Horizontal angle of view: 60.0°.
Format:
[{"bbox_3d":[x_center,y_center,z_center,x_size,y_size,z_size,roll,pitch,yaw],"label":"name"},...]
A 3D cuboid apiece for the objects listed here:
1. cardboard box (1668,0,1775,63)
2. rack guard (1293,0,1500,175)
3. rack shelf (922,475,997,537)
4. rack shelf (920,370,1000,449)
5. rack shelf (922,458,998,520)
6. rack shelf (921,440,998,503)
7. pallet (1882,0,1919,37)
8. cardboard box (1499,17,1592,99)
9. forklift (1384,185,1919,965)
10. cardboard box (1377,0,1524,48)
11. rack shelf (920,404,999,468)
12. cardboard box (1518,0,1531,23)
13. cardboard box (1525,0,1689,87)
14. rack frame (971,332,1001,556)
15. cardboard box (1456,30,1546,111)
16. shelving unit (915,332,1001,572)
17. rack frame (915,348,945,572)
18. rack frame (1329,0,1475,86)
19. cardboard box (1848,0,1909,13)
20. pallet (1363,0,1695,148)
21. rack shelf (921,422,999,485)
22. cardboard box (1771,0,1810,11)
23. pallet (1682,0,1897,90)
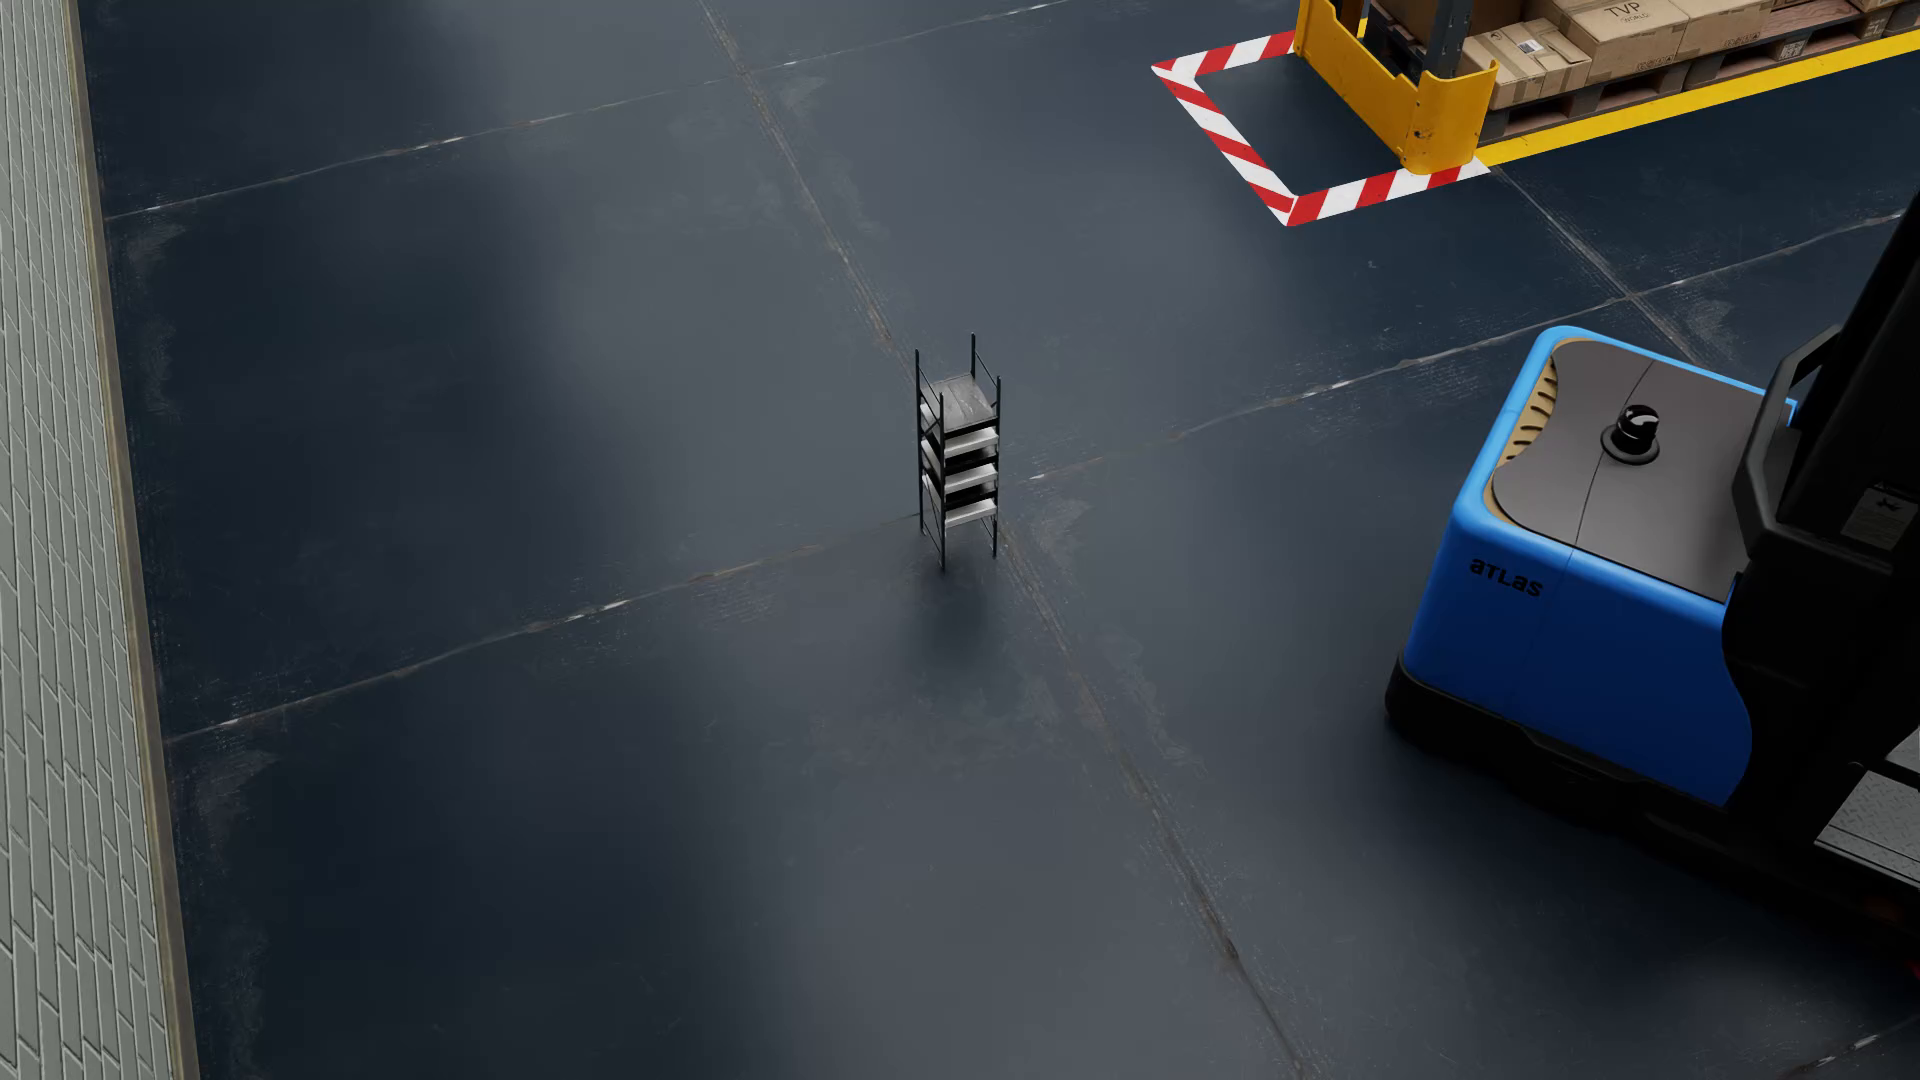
[{"bbox_3d":[3.482,-2.560,7.920,0.500,0.250,0.500,-17,52,-14],"label":"cardboard box"},{"bbox_3d":[2.016,-2.276,7.802,0.348,0.500,1.175,-17,52,-14],"label":"rack guard"},{"bbox_3d":[-0.008,-0.152,5.995,0.200,0.077,0.258,-17,52,-14],"label":"rack shelf"},{"bbox_3d":[-0.008,-0.445,5.654,0.200,0.077,0.258,-17,52,-14],"label":"rack shelf"},{"bbox_3d":[-0.008,-0.211,5.927,0.200,0.077,0.258,-17,52,-14],"label":"rack shelf"},{"bbox_3d":[-0.008,-0.269,5.858,0.200,0.077,0.258,-17,52,-14],"label":"rack shelf"},{"bbox_3d":[5.012,-3.111,8.709,1.213,0.211,1.003,-17,52,-14],"label":"pallet"},{"bbox_3d":[2.694,-2.239,7.700,0.250,0.166,0.380,-17,52,-14],"label":"cardboard box"},{"bbox_3d":[2.969,-0.103,4.333,3.031,2.935,1.130,23,53,19],"label":"forklift"},{"bbox_3d":[2.356,-2.726,7.898,0.500,0.500,0.500,-17,52,-14],"label":"cardboard box"},{"bbox_3d":[-0.008,-0.386,5.722,0.200,0.077,0.258,-17,52,-14],"label":"rack shelf"},{"bbox_3d":[2.765,-2.671,8.070,0.250,0.166,0.380,-17,52,-14],"label":"cardboard box"},{"bbox_3d":[3.019,-2.416,7.797,0.500,0.250,0.500,-17,52,-14],"label":"cardboard box"},{"bbox_3d":[0.087,-0.320,5.858,0.006,0.900,0.240,-17,52,-14],"label":"rack frame"},{"bbox_3d":[2.463,-2.162,7.645,0.250,0.149,0.380,-17,52,-14],"label":"cardboard box"},{"bbox_3d":[-0.008,-0.291,5.833,0.210,0.900,0.258,-17,52,-14],"label":"shelving unit"},{"bbox_3d":[-0.102,-0.262,5.808,0.006,0.900,0.240,-17,52,-14],"label":"rack frame"},{"bbox_3d":[1.945,-3.068,6.834,0.127,3.000,1.000,-17,52,-14],"label":"rack frame"},{"bbox_3d":[4.534,-2.905,8.177,0.500,0.311,0.500,-17,52,-14],"label":"cardboard box"},{"bbox_3d":[2.754,-2.411,8.108,1.213,0.211,1.003,-17,52,-14],"label":"pallet"},{"bbox_3d":[-0.008,-0.328,5.790,0.200,0.077,0.258,-17,52,-14],"label":"rack shelf"},{"bbox_3d":[3.911,-3.003,8.134,0.637,0.503,0.797,-17,52,-14],"label":"cardboard box"},{"bbox_3d":[3.881,-2.758,8.406,1.213,0.211,1.003,-17,52,-14],"label":"pallet"}]
